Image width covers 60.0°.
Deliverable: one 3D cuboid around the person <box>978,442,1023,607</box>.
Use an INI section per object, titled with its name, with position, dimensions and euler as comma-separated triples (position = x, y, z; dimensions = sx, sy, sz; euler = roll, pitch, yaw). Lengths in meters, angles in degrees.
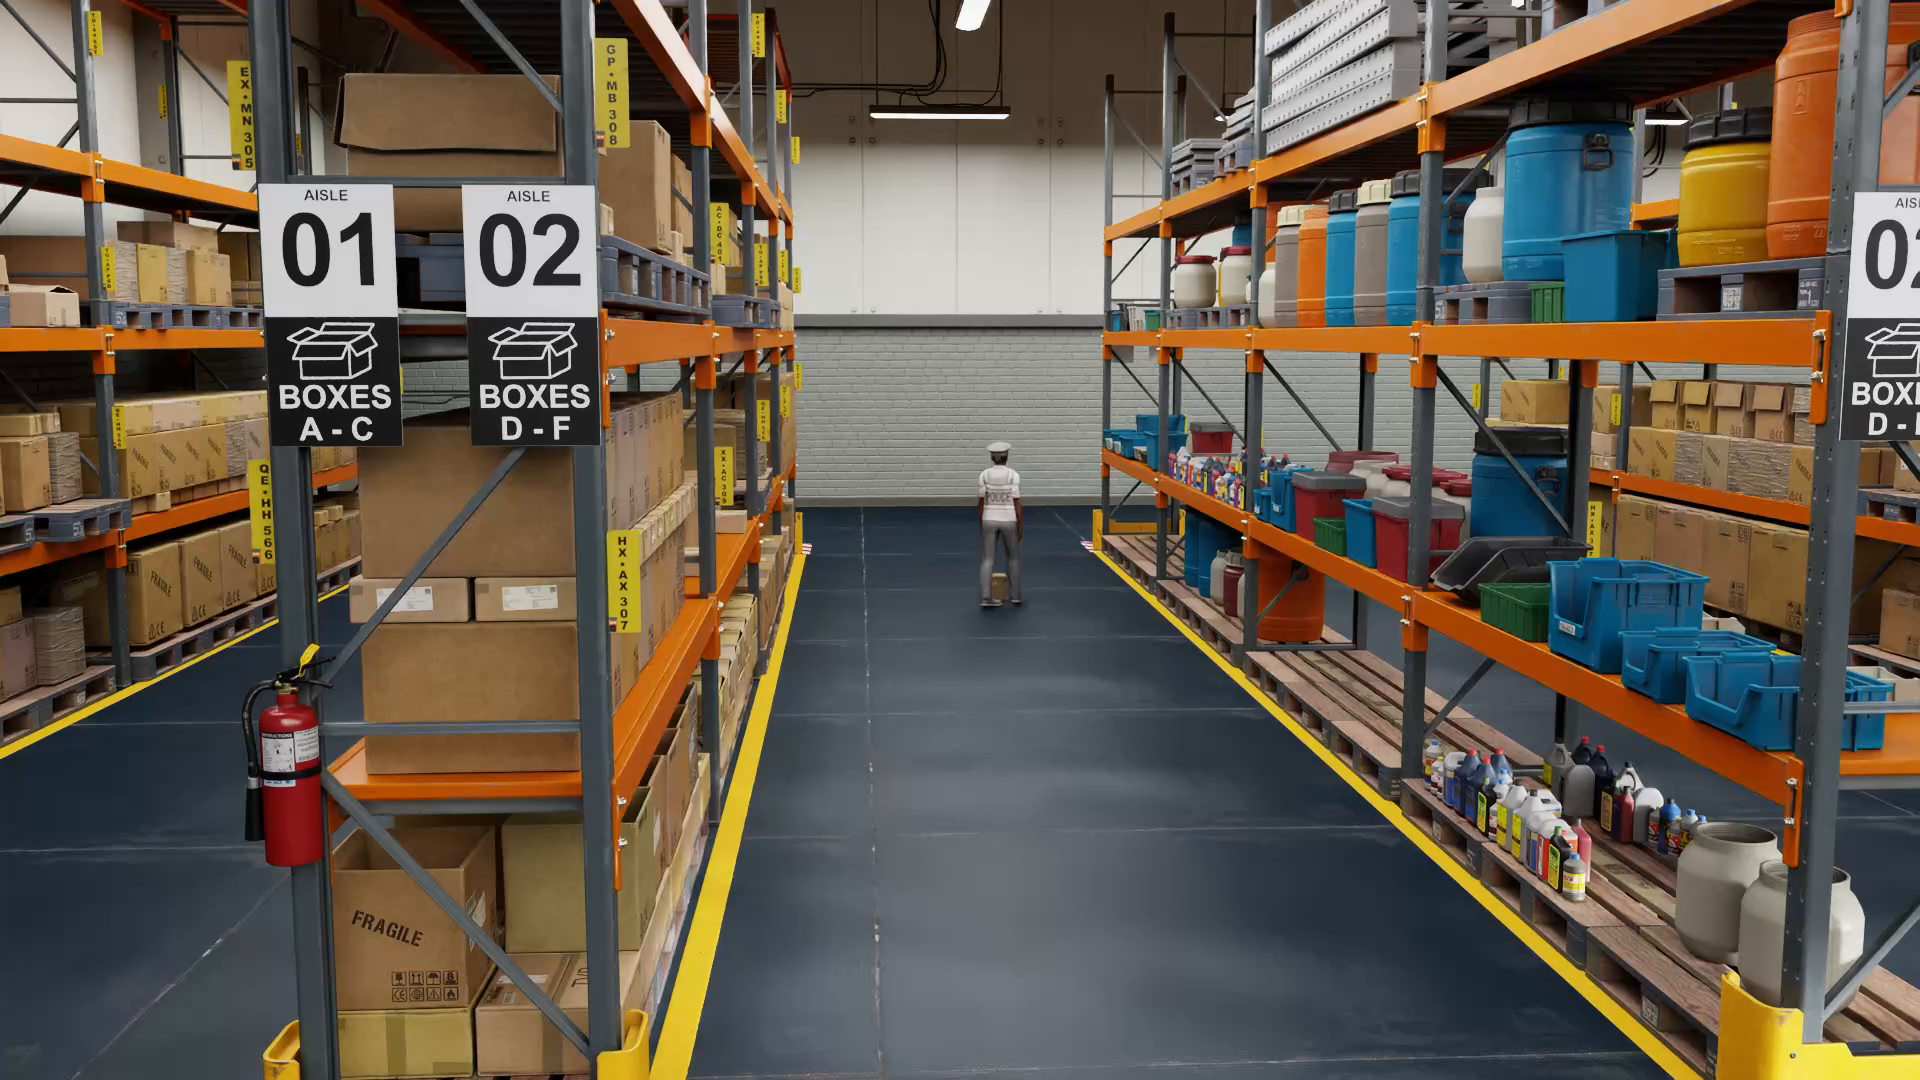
[person]
position = 0.423, -0.167, 17.044
dimensions = 0.459, 1.680, 0.571
euler = 1, 7, 7
